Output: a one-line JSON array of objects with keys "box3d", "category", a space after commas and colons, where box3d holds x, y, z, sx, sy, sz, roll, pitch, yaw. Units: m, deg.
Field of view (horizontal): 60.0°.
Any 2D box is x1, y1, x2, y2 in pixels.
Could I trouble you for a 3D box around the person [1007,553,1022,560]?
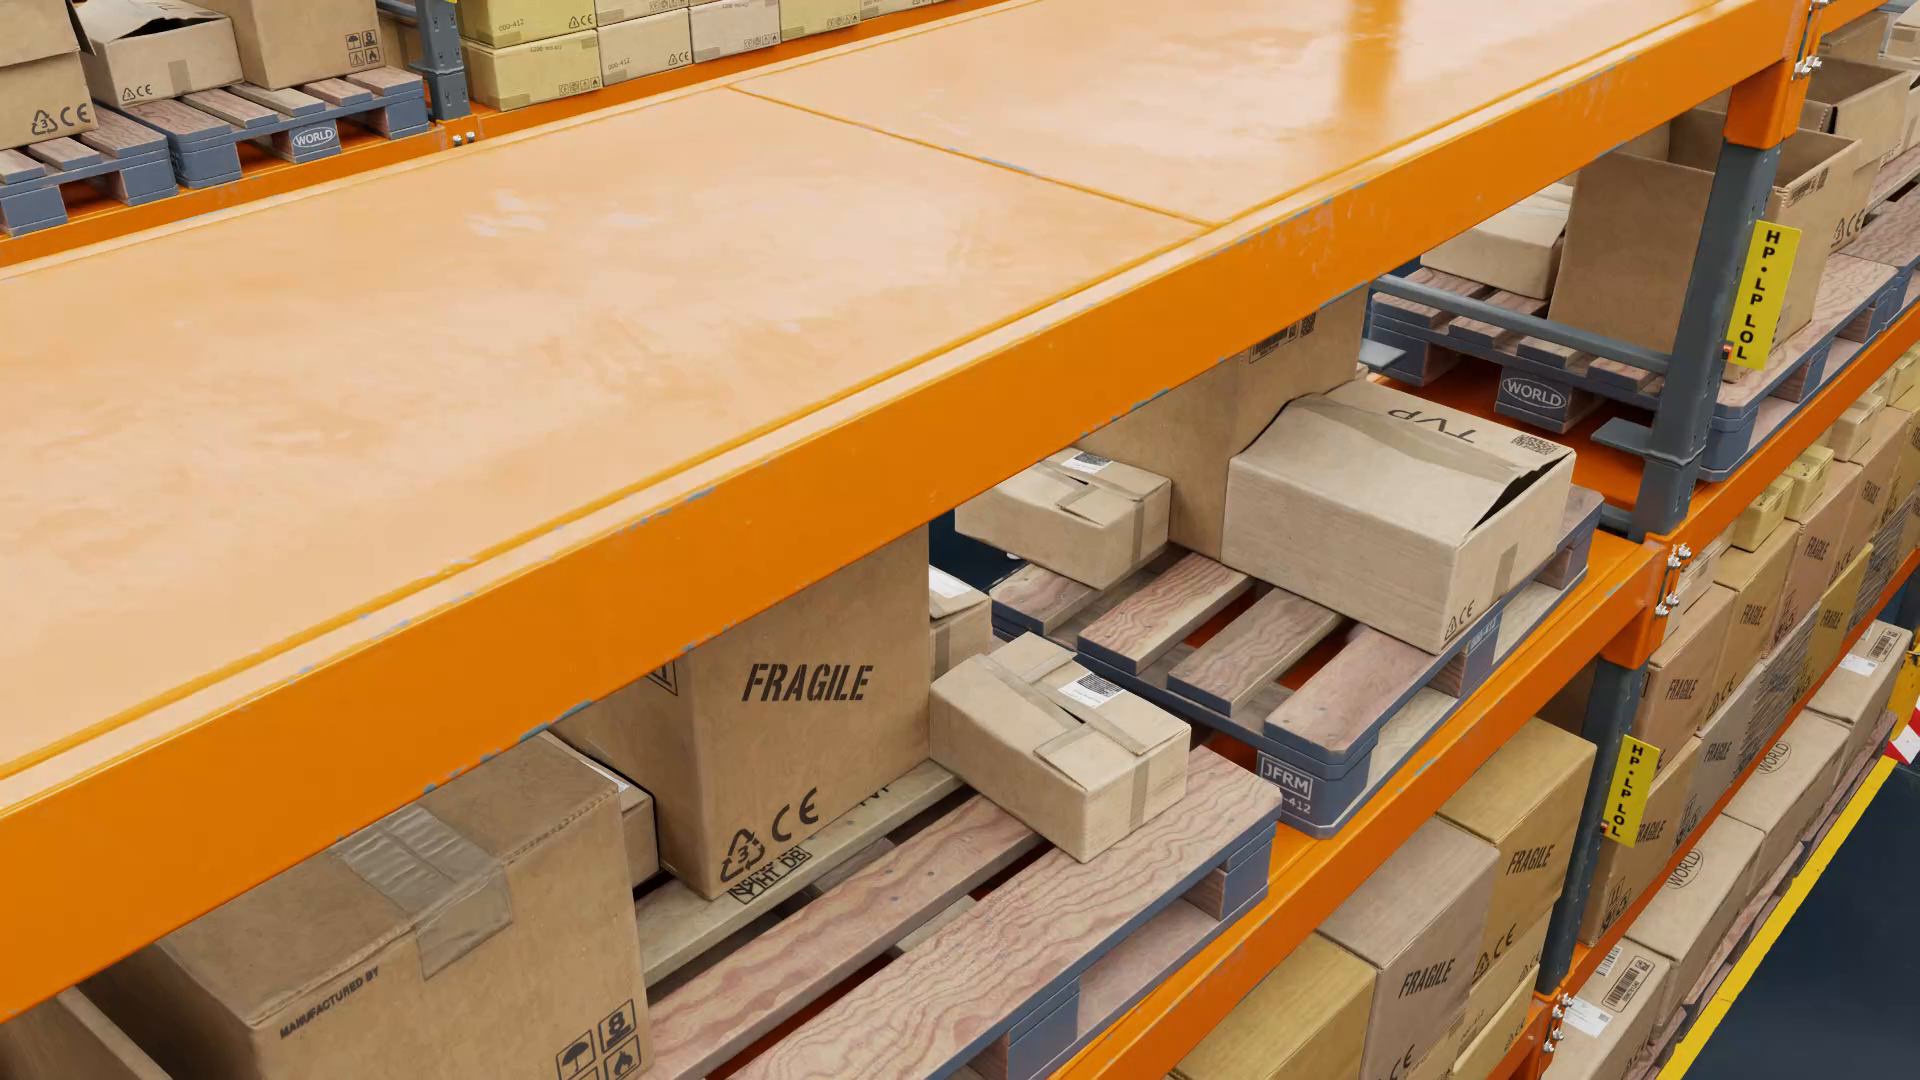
[{"box3d": [0.450, -0.683, 8.788, 0.653, 1.774, 0.418, 23, 38, 33], "category": "person"}]
